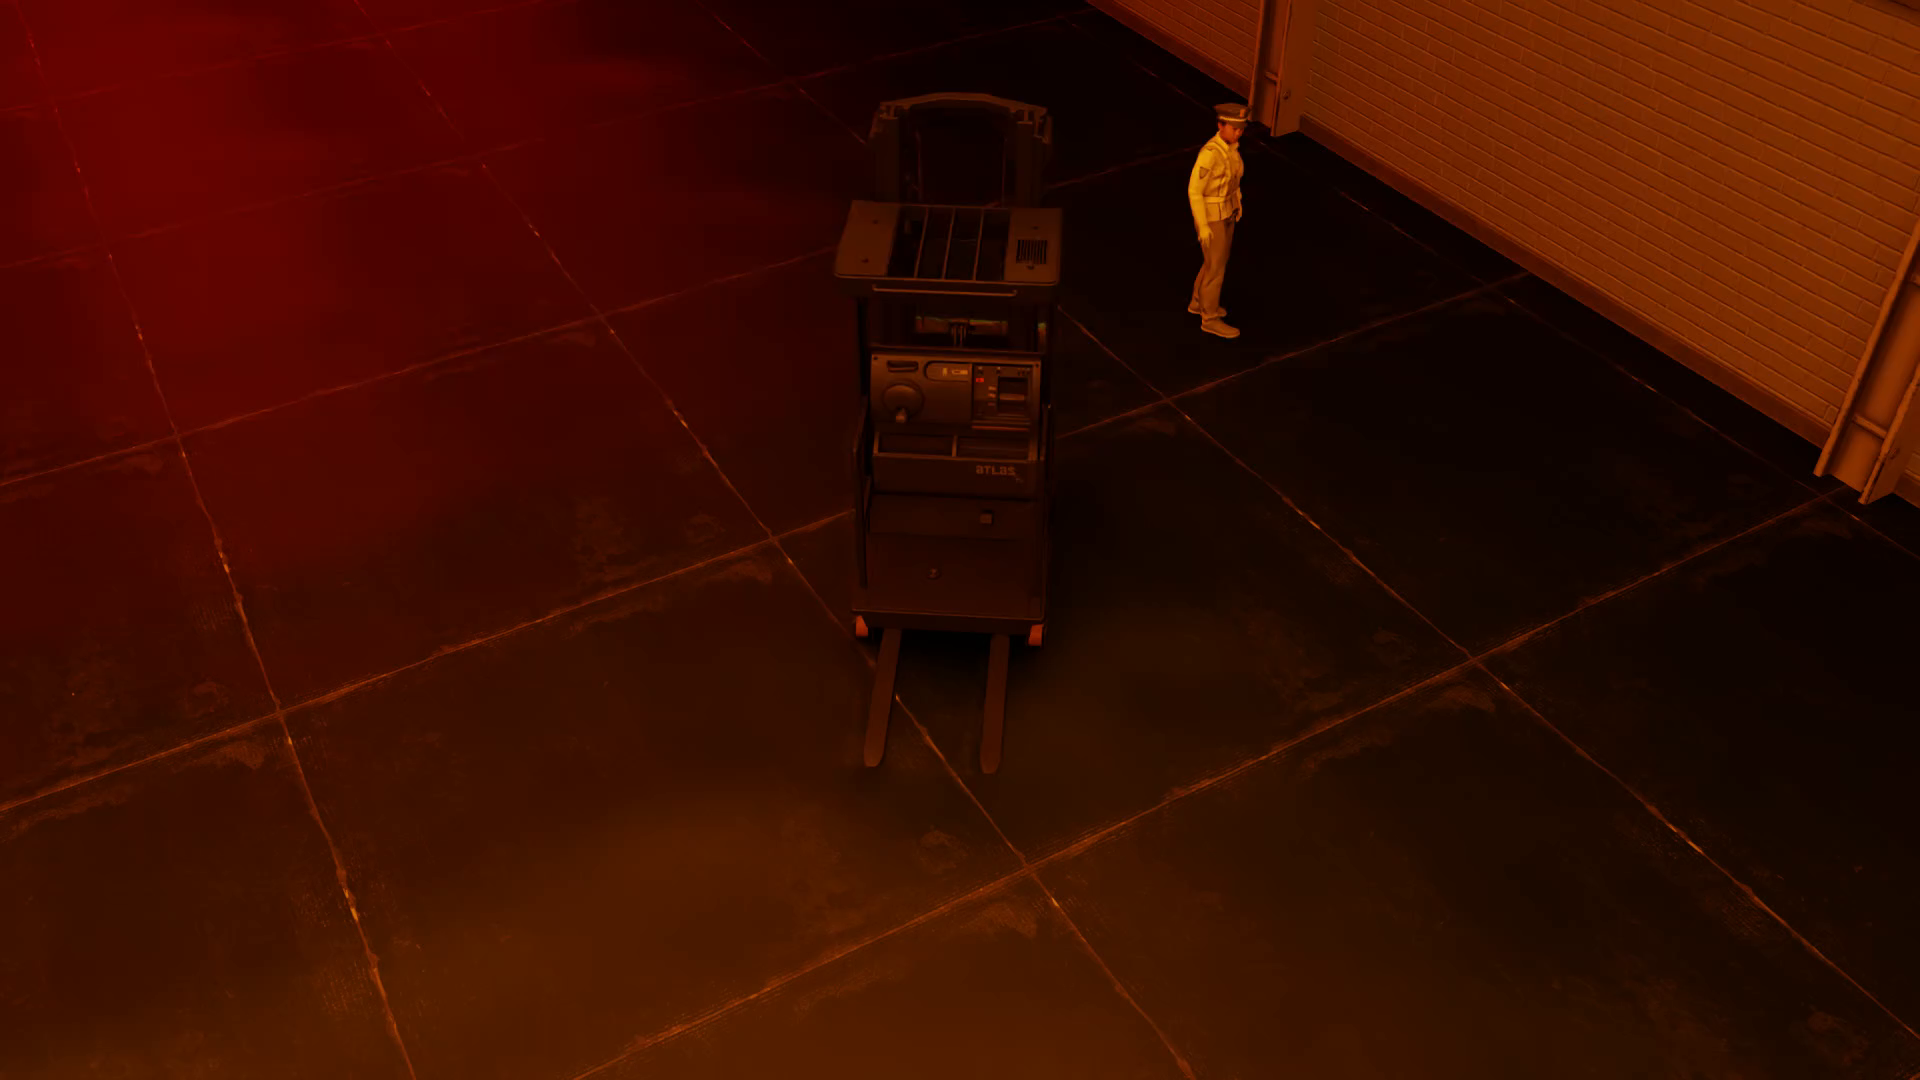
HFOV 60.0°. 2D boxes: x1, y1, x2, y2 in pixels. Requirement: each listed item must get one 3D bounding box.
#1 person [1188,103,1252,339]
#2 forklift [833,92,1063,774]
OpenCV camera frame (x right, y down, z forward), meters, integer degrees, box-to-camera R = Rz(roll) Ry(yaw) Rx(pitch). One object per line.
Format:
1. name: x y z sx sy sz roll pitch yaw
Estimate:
1. person: 1.886 -2.274 11.764 0.473 1.676 0.657 17 43 20
2. forklift: -0.038 -0.738 8.926 1.130 2.935 3.031 3 40 3
